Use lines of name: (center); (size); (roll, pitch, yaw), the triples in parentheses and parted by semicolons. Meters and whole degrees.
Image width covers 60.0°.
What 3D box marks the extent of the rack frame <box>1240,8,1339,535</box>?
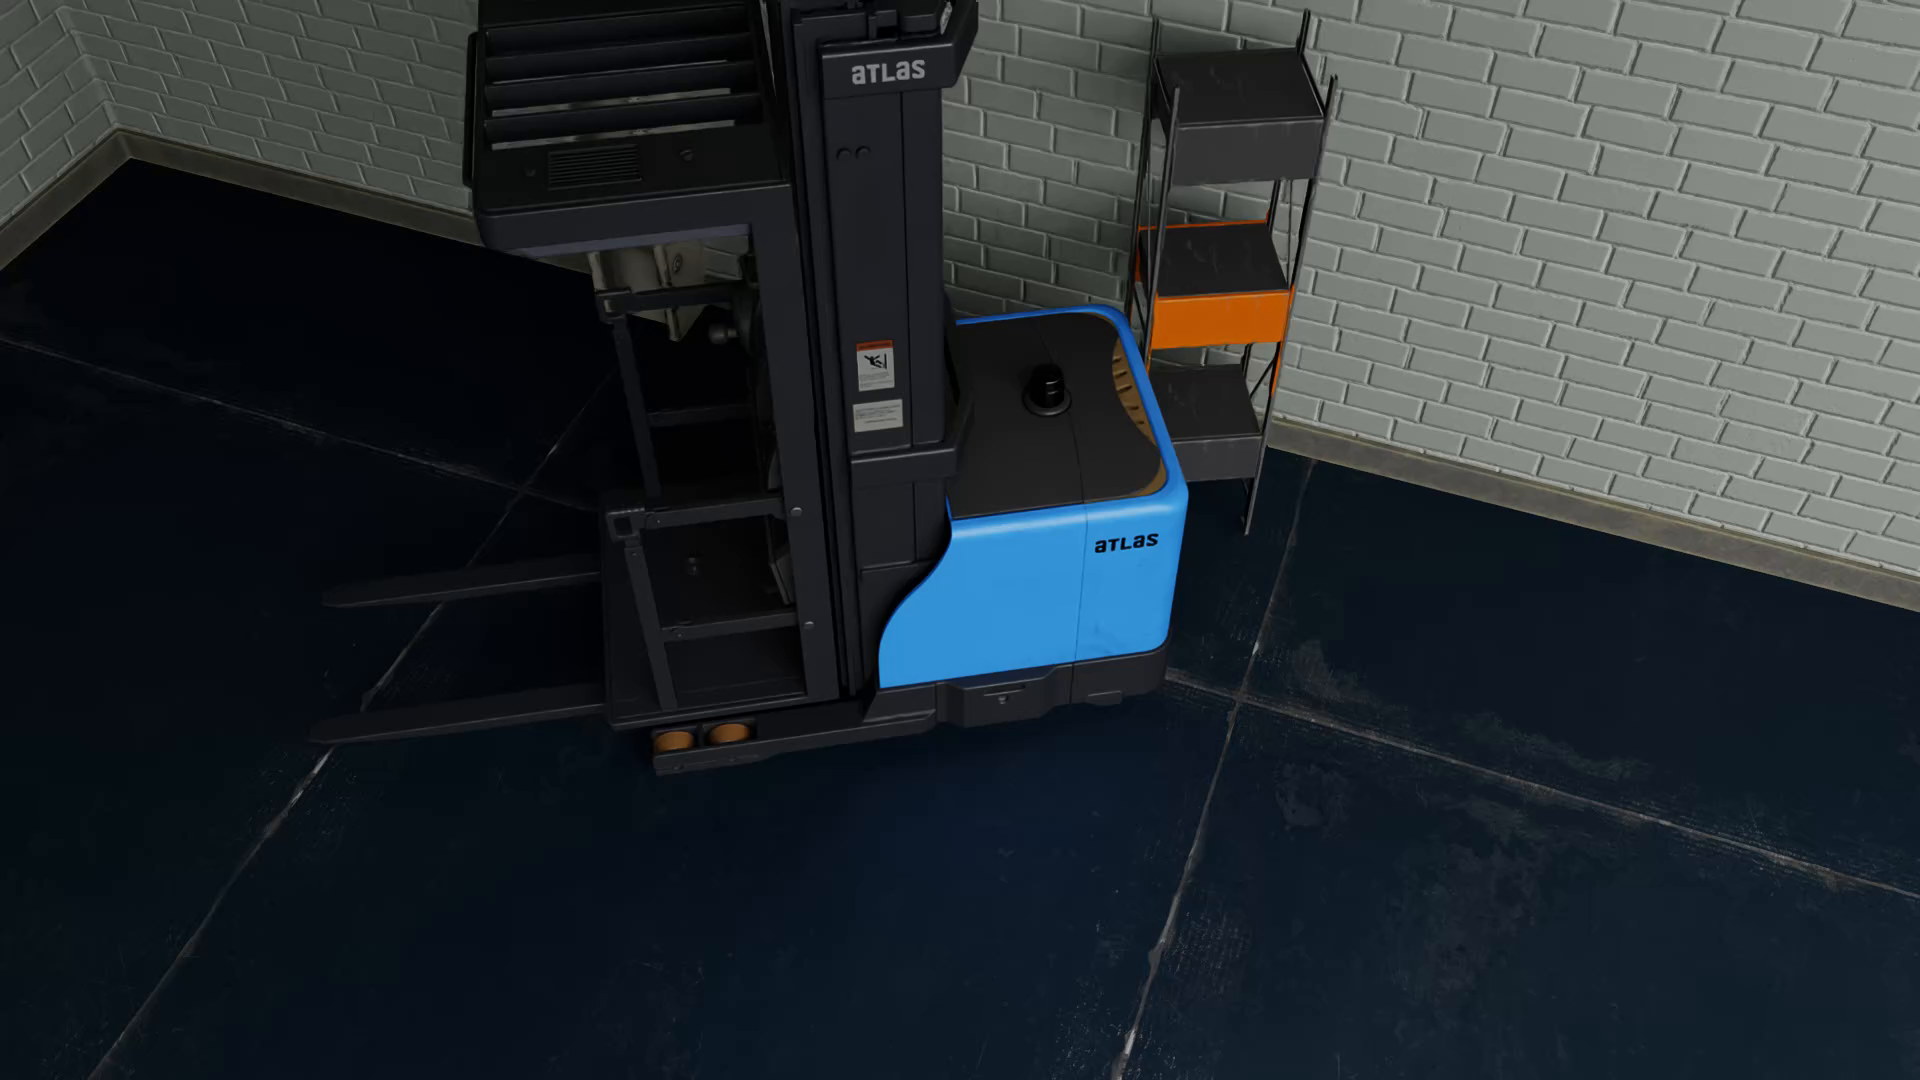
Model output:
rack frame: (1.124, -0.858, 5.971); (0.015, 2.100, 0.400); (-4, 49, -3)

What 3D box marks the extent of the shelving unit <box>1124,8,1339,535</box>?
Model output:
shelving unit: (0.881, -0.841, 5.956); (0.503, 2.100, 0.431); (-4, 49, -3)

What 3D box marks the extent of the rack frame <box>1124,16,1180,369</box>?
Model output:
rack frame: (0.638, -0.825, 5.942); (0.015, 2.100, 0.400); (-4, 49, -3)

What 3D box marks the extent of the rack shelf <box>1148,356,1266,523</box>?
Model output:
rack shelf: (0.881, -0.374, 6.496); (0.480, 0.518, 0.431); (-4, 49, -3)

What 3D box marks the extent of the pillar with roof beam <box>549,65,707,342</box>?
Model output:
pillar with roof beam: (-2.868, -0.935, 1.472); (0.400, 9.000, 9.100); (16, 51, 13)

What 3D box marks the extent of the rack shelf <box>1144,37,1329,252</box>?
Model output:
rack shelf: (0.881, -1.291, 5.438); (0.480, 0.518, 0.431); (-4, 49, -3)

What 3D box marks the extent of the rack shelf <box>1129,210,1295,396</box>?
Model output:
rack shelf: (0.881, -0.833, 5.967); (0.480, 0.518, 0.431); (-4, 49, -3)

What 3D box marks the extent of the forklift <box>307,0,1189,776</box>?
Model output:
forklift: (-0.811, -0.565, 5.167); (3.031, 2.935, 1.130); (-7, 49, -6)
